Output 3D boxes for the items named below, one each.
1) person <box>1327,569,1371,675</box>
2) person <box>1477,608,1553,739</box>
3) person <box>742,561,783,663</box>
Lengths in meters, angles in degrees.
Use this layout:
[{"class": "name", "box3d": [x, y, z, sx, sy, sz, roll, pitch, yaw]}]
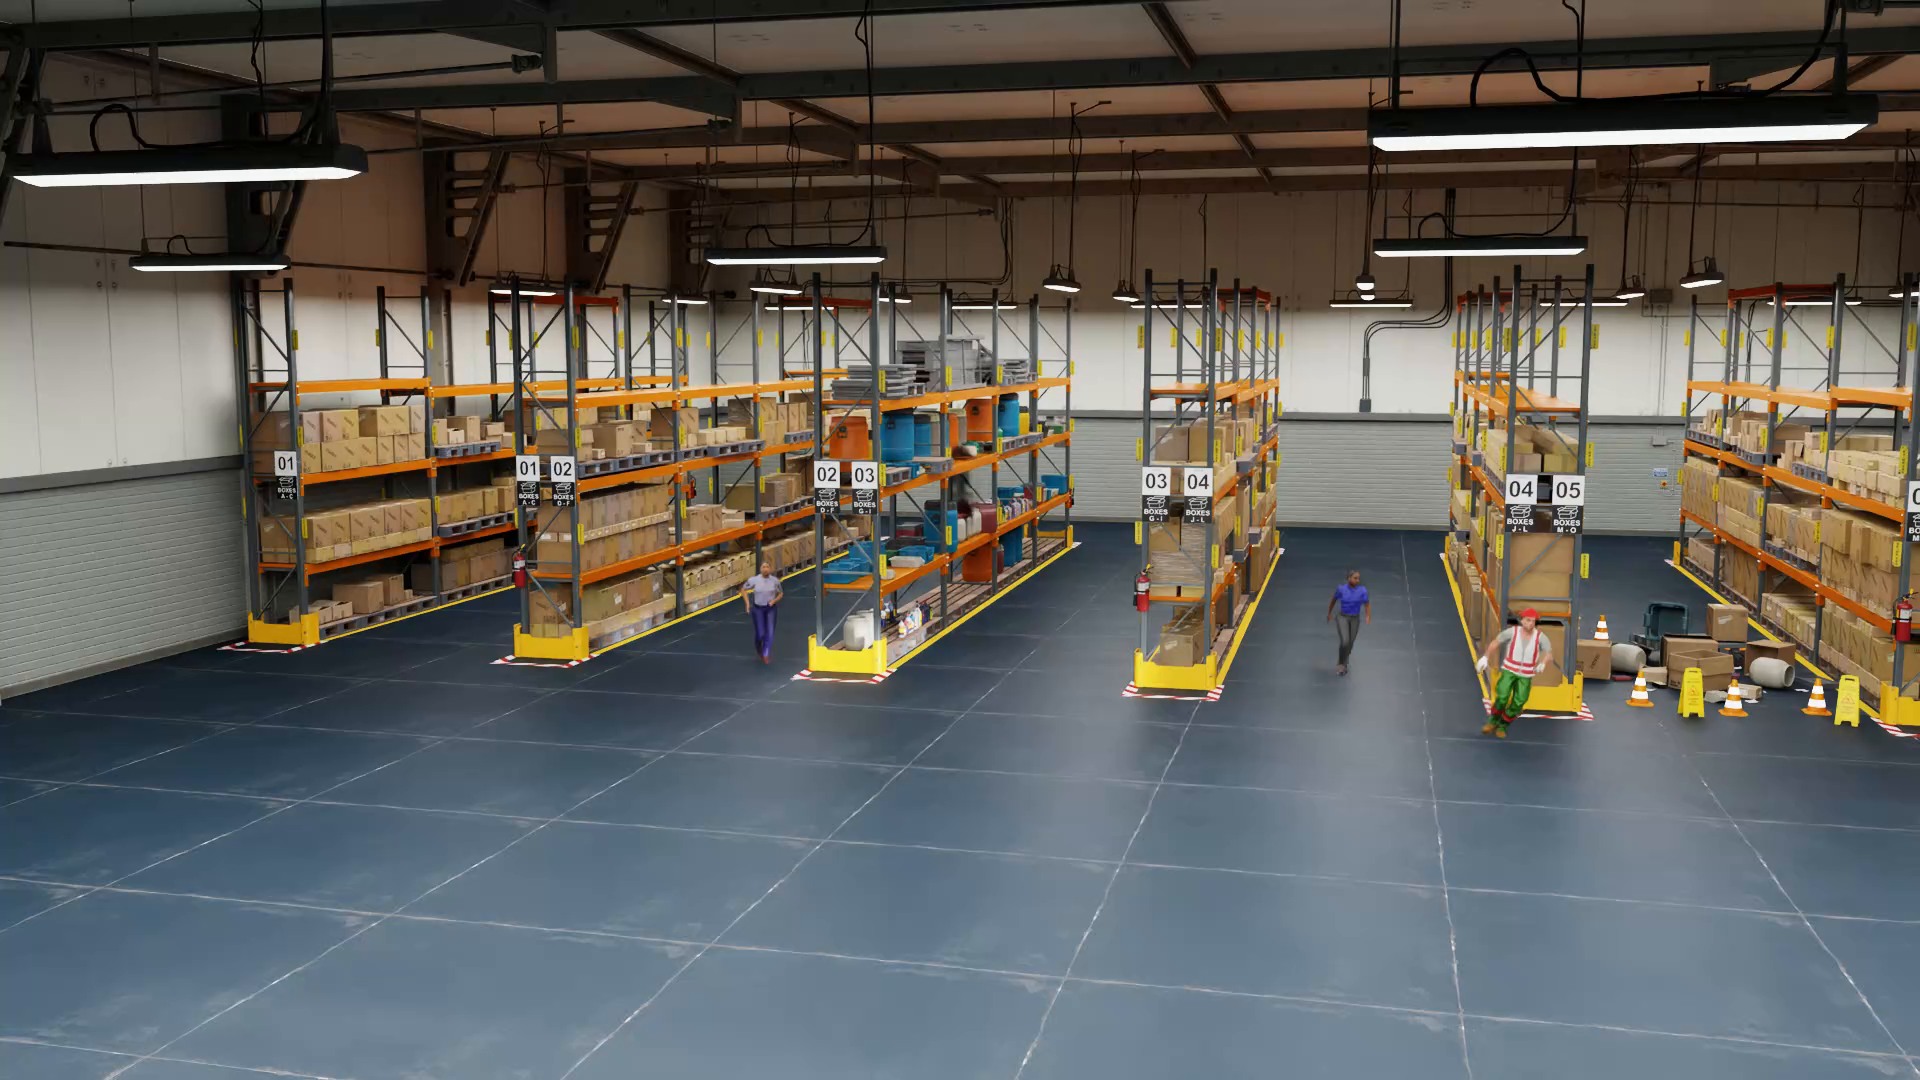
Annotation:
[{"class": "person", "box3d": [5.840, 1.219, 24.840, 0.532, 1.604, 0.808, -1, 7, -5]}, {"class": "person", "box3d": [6.987, 1.695, 20.856, 0.858, 1.695, 0.661, 1, 7, 6]}, {"class": "person", "box3d": [-3.053, 1.131, 25.878, 0.625, 1.602, 0.560, -2, 7, -17]}]
